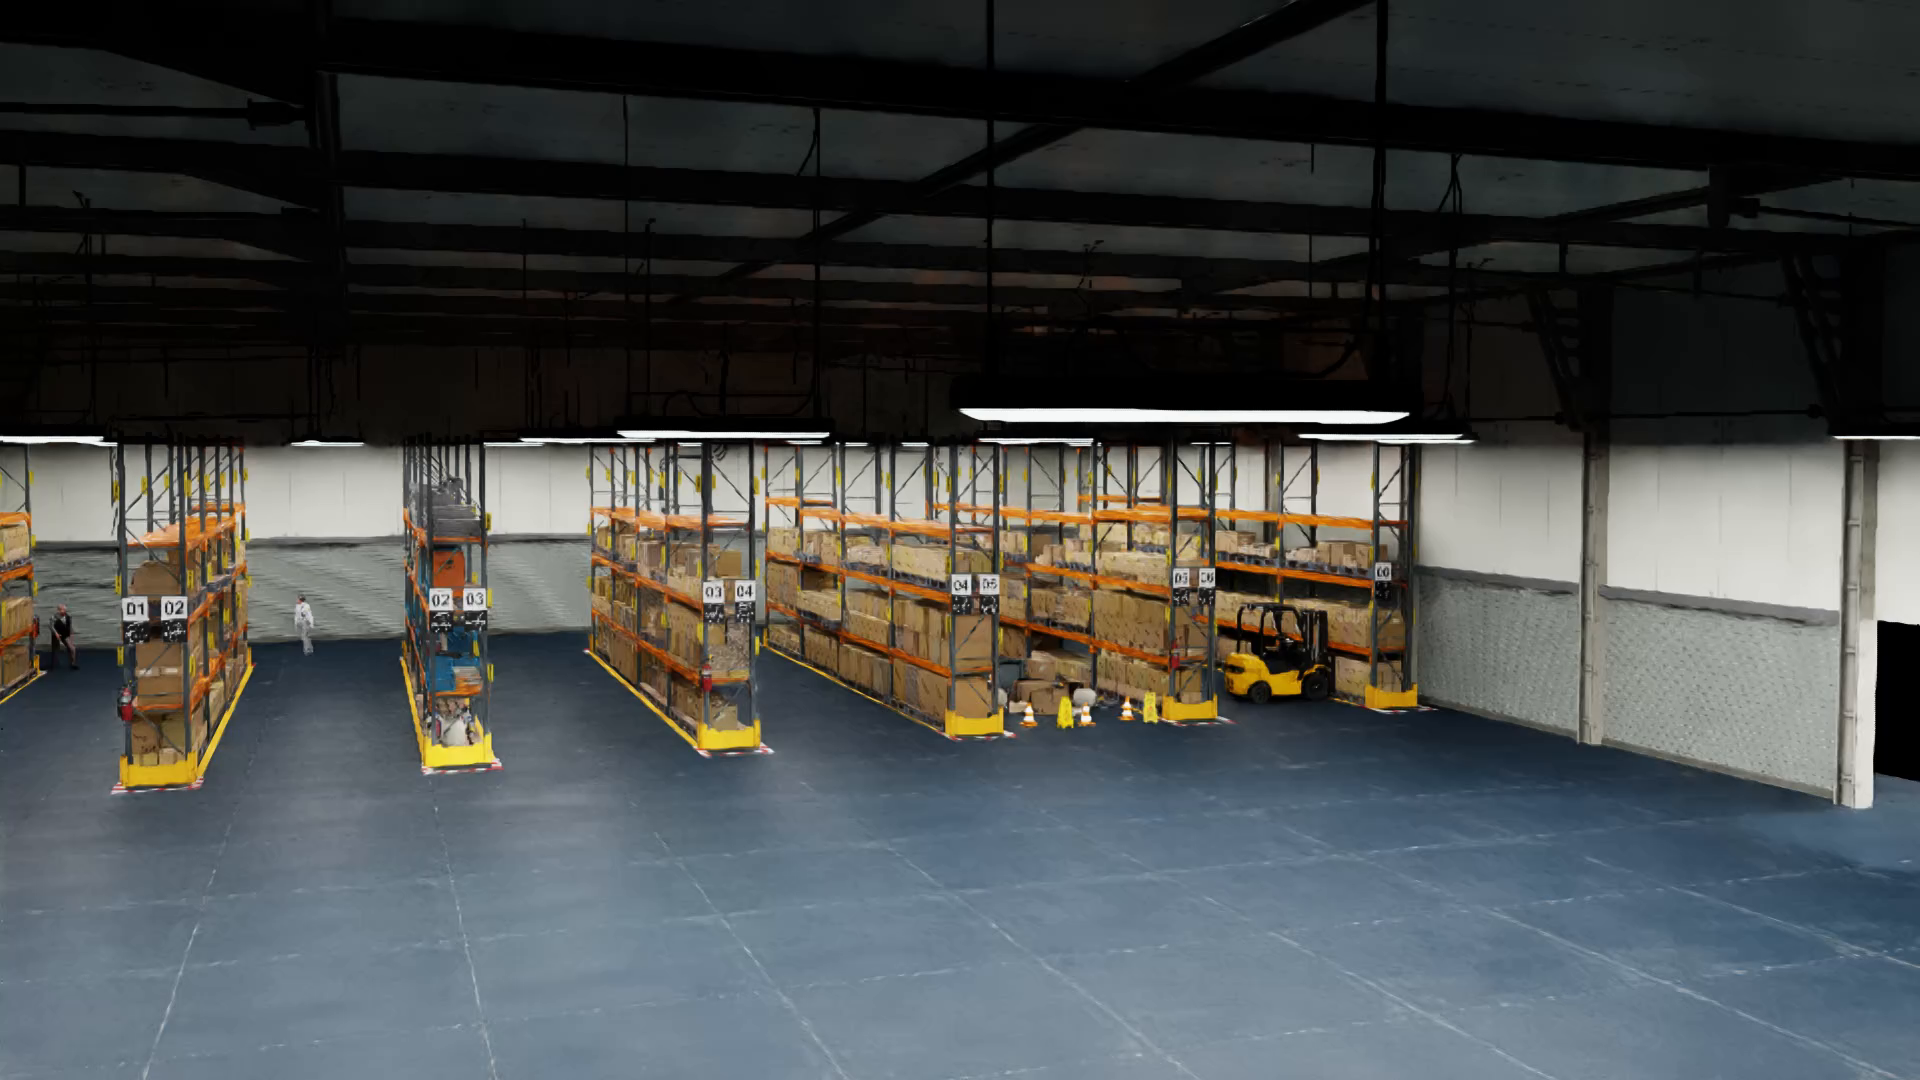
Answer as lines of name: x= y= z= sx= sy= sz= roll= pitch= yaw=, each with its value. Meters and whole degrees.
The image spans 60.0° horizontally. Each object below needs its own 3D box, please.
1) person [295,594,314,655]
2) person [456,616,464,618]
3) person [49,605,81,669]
person: x=-18.227 y=2.338 z=46.251 sx=0.576 sy=1.710 sz=0.507 roll=2 pitch=4 yaw=33
person: x=-14.275 y=2.174 z=47.794 sx=0.608 sy=1.693 sz=0.580 roll=1 pitch=3 yaw=16
person: x=-23.209 y=2.497 z=42.955 sx=0.743 sy=1.670 sz=0.648 roll=3 pitch=4 yaw=41
